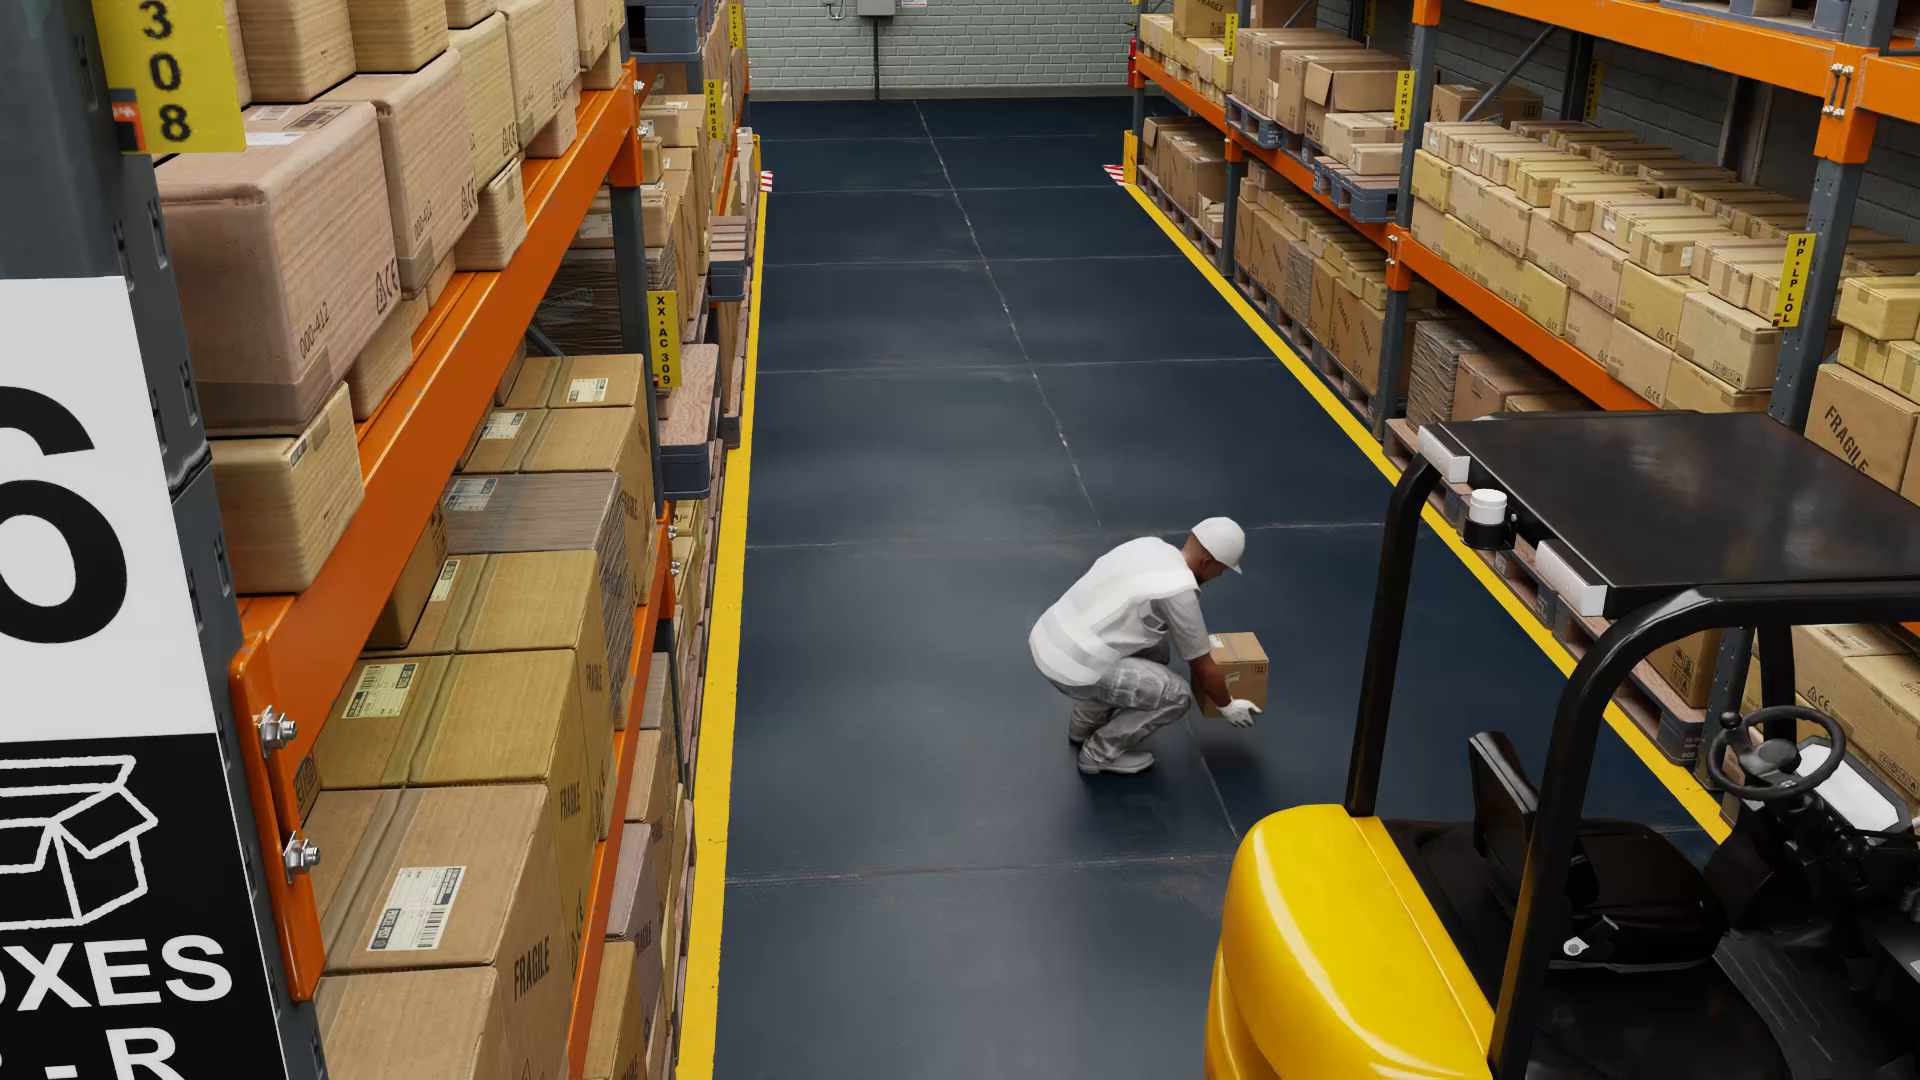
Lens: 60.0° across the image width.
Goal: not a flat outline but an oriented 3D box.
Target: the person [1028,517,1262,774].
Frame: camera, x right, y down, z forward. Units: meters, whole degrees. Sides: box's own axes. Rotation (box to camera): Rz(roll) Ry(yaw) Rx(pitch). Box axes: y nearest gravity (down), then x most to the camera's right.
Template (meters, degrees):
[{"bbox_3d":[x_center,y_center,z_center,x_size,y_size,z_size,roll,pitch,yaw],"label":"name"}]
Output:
[{"bbox_3d":[0.735,0.397,6.661,0.914,0.993,0.577,-2,24,-5],"label":"person"}]
